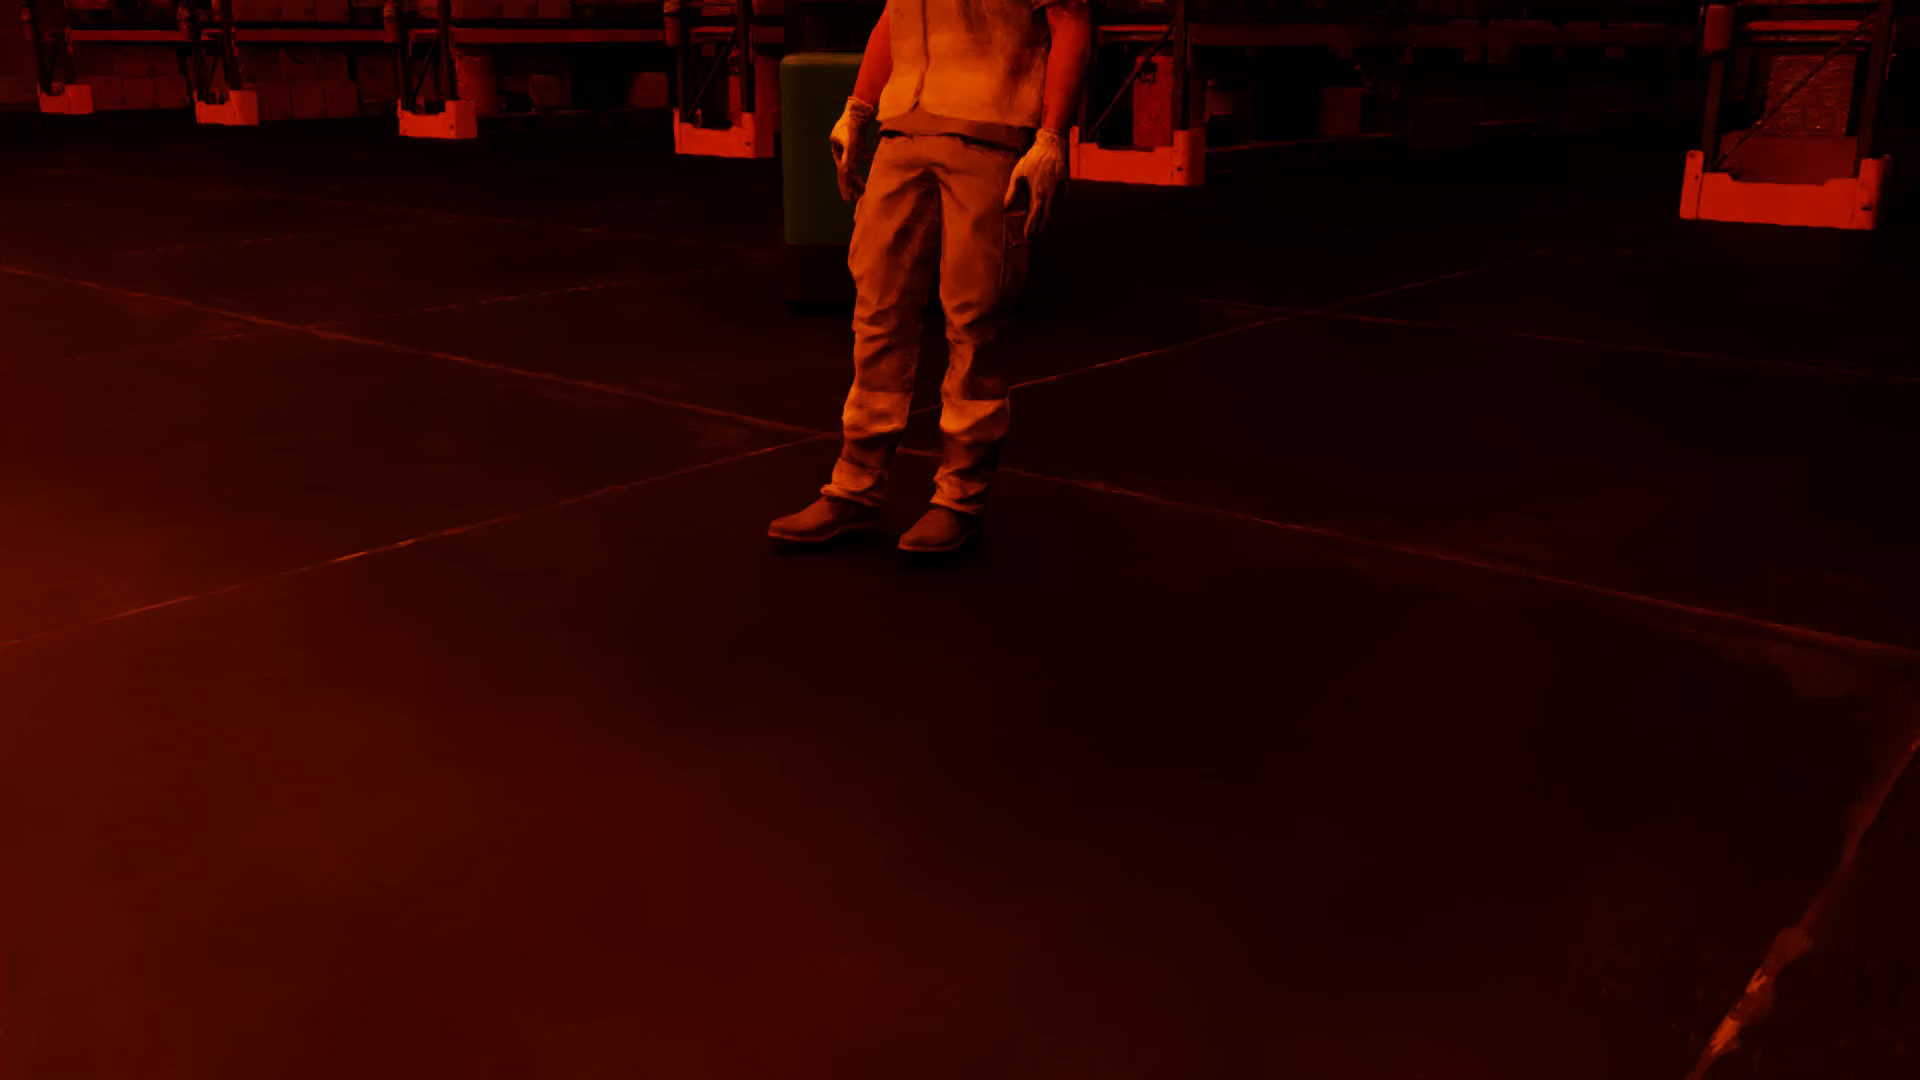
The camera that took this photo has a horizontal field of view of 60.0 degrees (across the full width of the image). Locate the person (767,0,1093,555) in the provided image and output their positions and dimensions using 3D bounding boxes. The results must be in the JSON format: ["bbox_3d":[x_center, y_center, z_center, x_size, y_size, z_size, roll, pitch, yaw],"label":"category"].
[{"bbox_3d":[-0.060,-0.847,3.627,0.637,1.787,0.561,13,21,37],"label":"person"}]

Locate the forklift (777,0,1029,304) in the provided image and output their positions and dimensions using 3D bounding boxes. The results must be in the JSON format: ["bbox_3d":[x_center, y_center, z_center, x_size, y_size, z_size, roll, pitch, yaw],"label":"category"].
[{"bbox_3d":[-0.306,-2.788,8.080,1.130,2.935,3.031,-1,17,-3],"label":"forklift"}]
